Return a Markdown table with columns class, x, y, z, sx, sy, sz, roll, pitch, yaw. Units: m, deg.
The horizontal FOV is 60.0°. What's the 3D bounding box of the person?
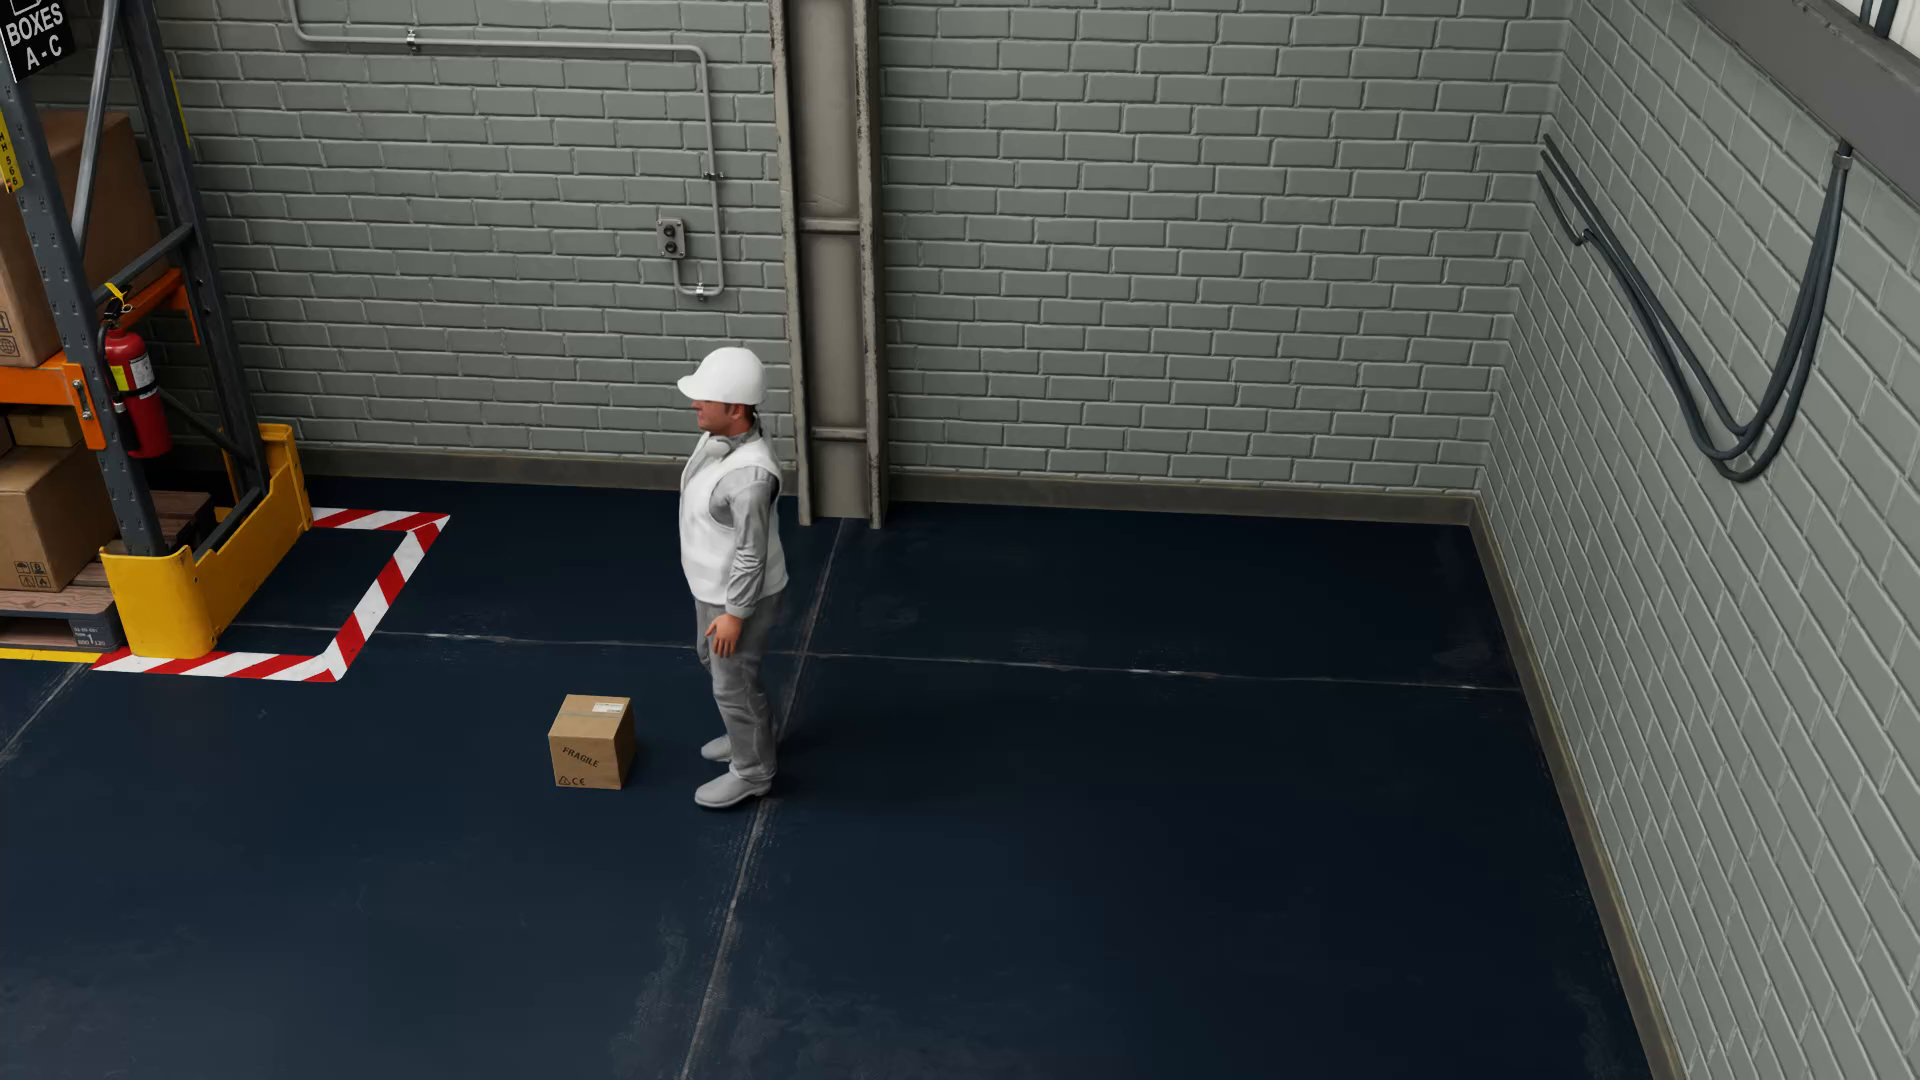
| class | x | y | z | sx | sy | sz | roll | pitch | yaw |
| --- | --- | --- | --- | --- | --- | --- | --- | --- | --- |
| person | -0.814 | 0.157 | 5.845 | 0.415 | 1.811 | 0.575 | -9 | 33 | -14 |
